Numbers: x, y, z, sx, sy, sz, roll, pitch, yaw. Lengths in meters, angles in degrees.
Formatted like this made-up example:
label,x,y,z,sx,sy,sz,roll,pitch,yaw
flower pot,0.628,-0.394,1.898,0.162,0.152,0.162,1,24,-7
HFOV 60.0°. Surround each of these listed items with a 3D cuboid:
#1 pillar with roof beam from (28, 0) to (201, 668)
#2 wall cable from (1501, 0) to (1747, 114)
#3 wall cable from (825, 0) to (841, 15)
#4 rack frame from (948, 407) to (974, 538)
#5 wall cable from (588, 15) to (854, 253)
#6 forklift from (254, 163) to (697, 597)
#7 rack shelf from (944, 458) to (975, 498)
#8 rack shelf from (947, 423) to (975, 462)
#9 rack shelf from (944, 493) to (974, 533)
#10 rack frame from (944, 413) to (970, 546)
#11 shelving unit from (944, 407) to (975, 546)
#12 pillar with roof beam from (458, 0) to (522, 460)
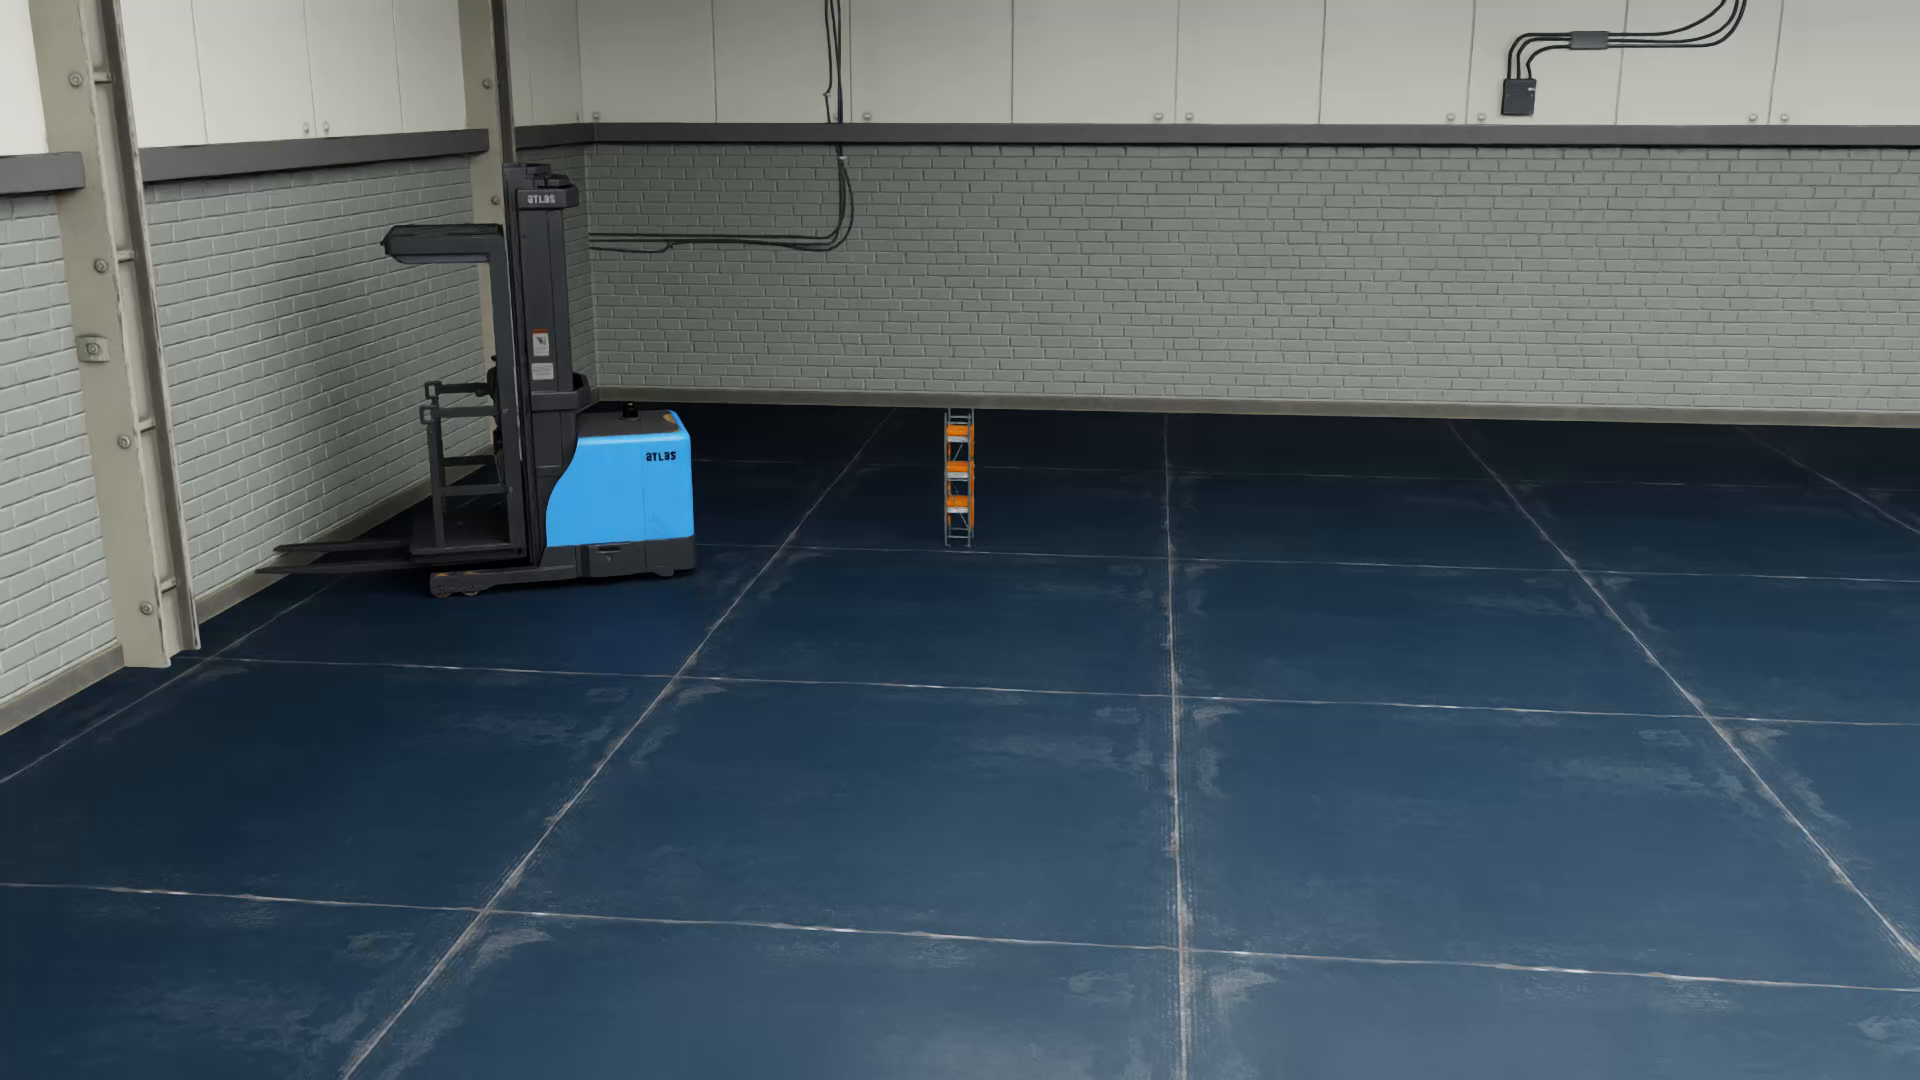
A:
label,x,y,z,sx,sy,sz,roll,pitch,yaw
pillar with roof beam,-0.745,-3.485,8.811,9.100,9.000,0.400,2,15,6
wall cable,6.732,-7.251,16.223,2.305,6.003,0.169,2,15,6
wall cable,-0.011,-6.752,17.168,3.097,2.526,0.112,2,15,6
rack frame,0.008,-0.525,13.091,0.200,1.050,0.008,2,15,6
wall cable,-2.699,-4.394,18.122,3.097,2.526,0.112,2,15,6
forklift,-3.501,-1.164,11.853,3.031,2.935,1.130,-4,16,-15
rack shelf,-0.006,-0.483,12.976,0.215,0.259,0.240,2,15,6
rack shelf,-0.006,-0.757,12.902,0.215,0.259,0.240,2,15,6
rack shelf,-0.006,-0.214,13.049,0.215,0.259,0.240,2,15,6
rack frame,-0.020,-0.461,12.857,0.200,1.050,0.008,2,15,6
shelving unit,-0.006,-0.493,12.974,0.215,1.050,0.252,2,15,6
pillar with roof beam,-0.068,-5.041,14.566,9.100,9.000,0.400,2,15,6
